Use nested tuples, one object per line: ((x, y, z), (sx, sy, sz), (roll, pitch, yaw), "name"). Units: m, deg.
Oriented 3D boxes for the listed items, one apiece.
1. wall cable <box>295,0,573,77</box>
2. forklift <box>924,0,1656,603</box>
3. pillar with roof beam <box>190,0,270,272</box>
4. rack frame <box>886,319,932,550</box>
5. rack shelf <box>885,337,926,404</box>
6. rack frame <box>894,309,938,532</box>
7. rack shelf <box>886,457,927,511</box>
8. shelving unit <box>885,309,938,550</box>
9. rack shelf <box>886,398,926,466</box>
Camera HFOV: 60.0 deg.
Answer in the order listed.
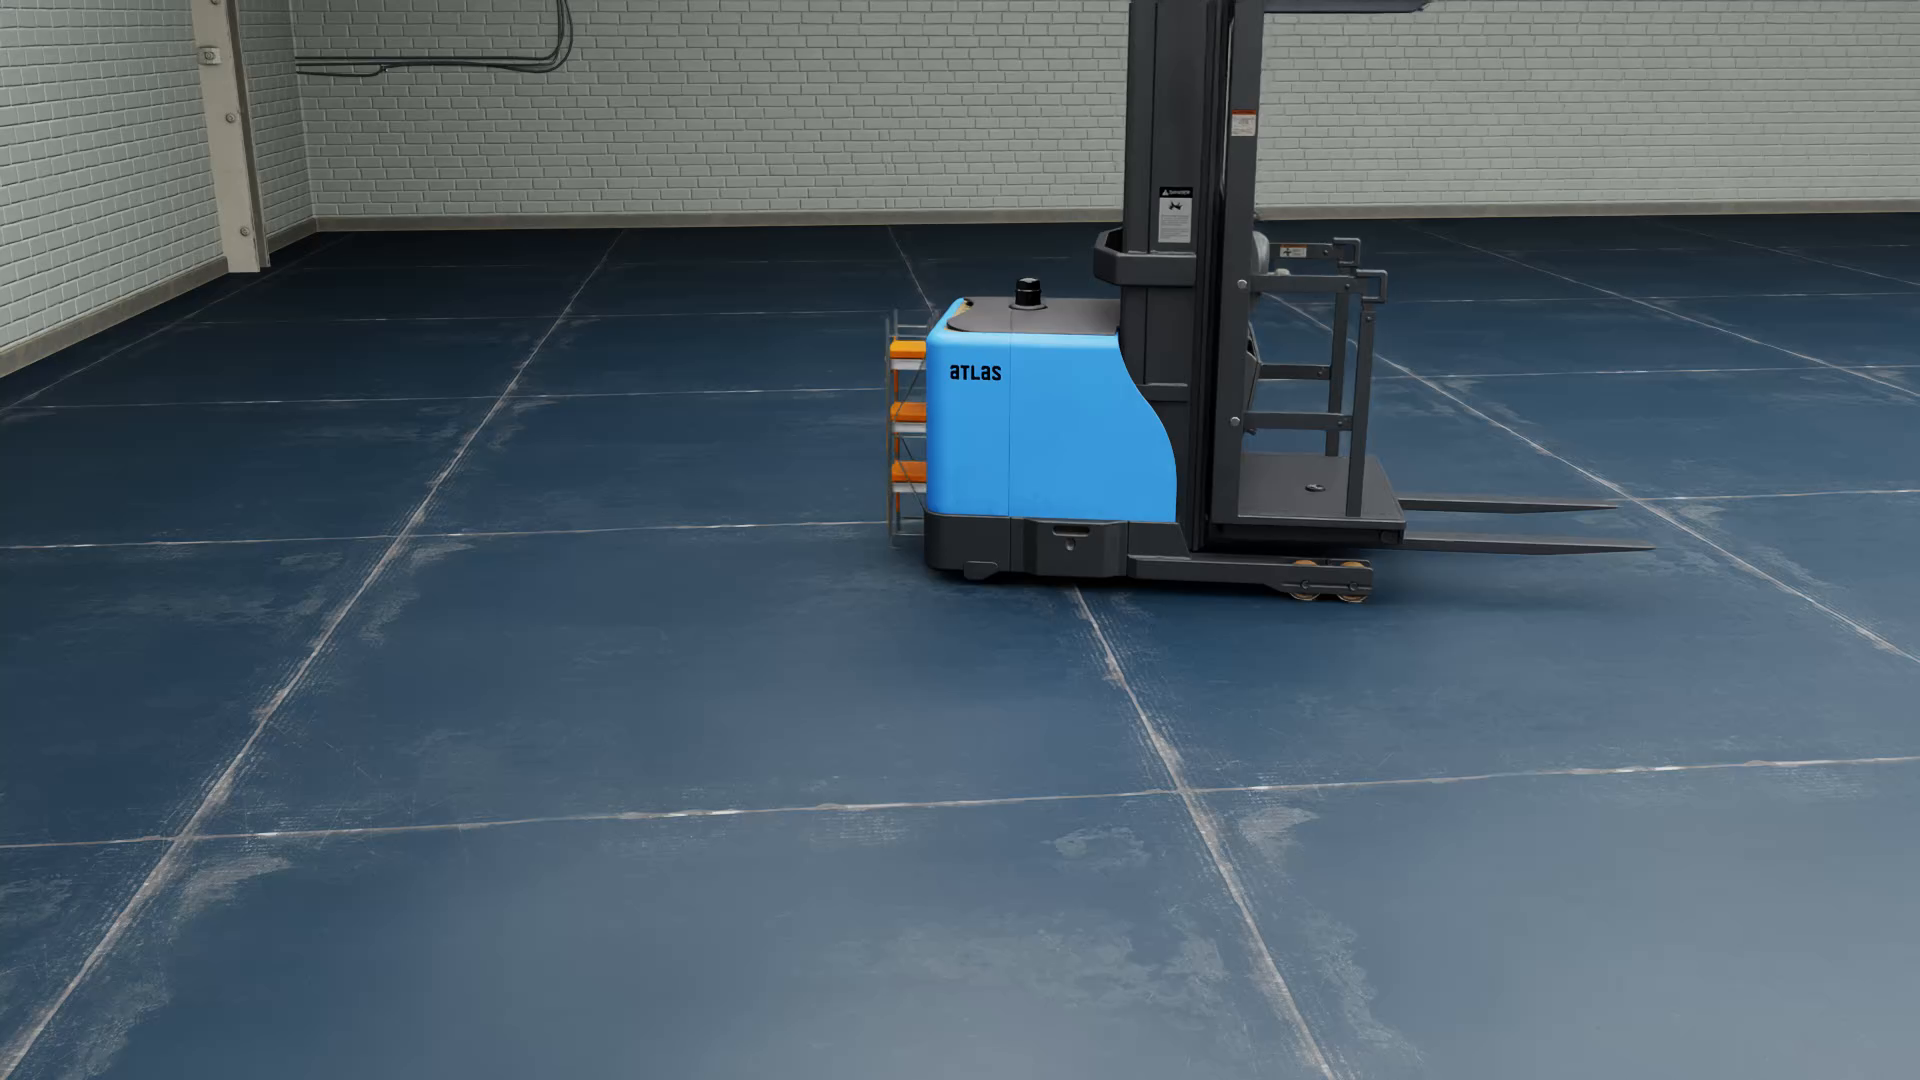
((-5.817, -6.327, 17.991), (3.097, 2.526, 0.112), (-2, 18, -6), "wall cable")
((1.402, -1.309, 6.954), (3.031, 2.935, 1.130), (2, 18, 7), "forklift")
((-2.546, -7.023, 15.024), (9.100, 9.000, 0.400), (-2, 18, -6), "pillar with roof beam")
((-0.224, -0.460, 7.389), (0.200, 1.050, 0.008), (2, 18, 6), "rack frame")
((-0.211, -0.757, 7.423), (0.215, 0.259, 0.240), (2, 18, 6), "rack shelf")
((-0.197, -0.532, 7.620), (0.200, 1.050, 0.008), (2, 18, 6), "rack frame")
((-0.211, -0.221, 7.591), (0.215, 0.259, 0.240), (2, 18, 6), "rack shelf")
((-0.211, -0.496, 7.505), (0.215, 1.050, 0.252), (2, 18, 6), "shelving unit")
((-0.211, -0.486, 7.508), (0.215, 0.259, 0.240), (2, 18, 6), "rack shelf")
